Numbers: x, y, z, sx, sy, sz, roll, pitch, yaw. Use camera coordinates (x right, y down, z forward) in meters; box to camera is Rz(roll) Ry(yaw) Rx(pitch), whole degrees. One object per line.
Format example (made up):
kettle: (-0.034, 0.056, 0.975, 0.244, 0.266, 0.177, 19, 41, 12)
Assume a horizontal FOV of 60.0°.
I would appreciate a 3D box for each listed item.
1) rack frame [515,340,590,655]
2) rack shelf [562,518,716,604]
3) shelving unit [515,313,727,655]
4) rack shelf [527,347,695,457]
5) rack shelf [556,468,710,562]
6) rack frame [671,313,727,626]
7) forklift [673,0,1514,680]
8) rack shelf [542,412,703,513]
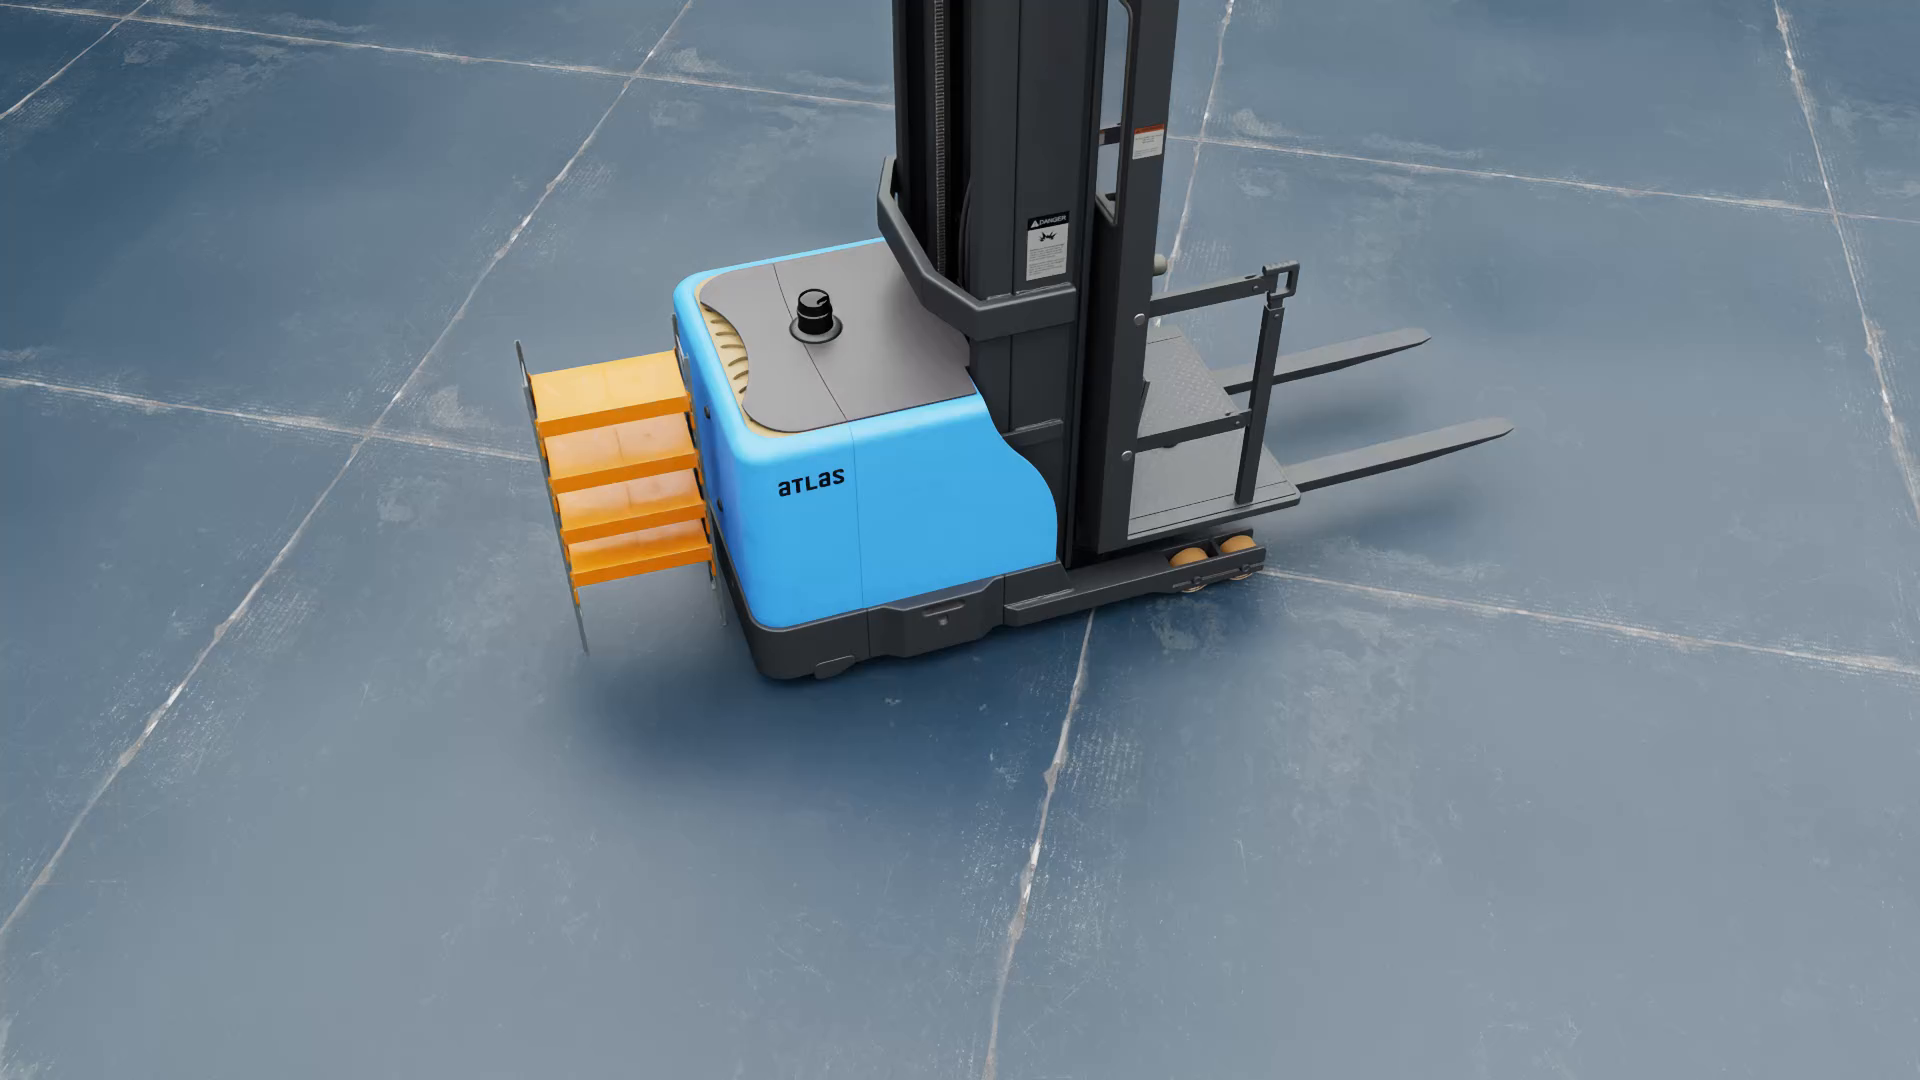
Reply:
rack frame: (-1.341, -0.109, 5.498, 0.015, 1.200, 0.240, -12, 45, -12)
rack shelf: (-1.108, 0.034, 5.733, 0.480, 0.148, 0.258, -12, 45, -12)
shelving unit: (-1.108, -0.157, 5.548, 0.503, 1.200, 0.258, -12, 45, -12)
rack shelf: (-1.108, -0.441, 5.276, 0.480, 0.148, 0.258, -12, 45, -12)
rack shelf: (-1.108, -0.109, 5.595, 0.480, 0.148, 0.258, -12, 45, -12)
rack frame: (-0.874, -0.206, 5.599, 0.015, 1.200, 0.240, -12, 45, -12)
forklift: (0.589, -1.198, 5.382, 3.031, 2.935, 1.130, -14, 46, -14)
rack shelf: (-1.108, -0.270, 5.440, 0.480, 0.148, 0.258, -12, 45, -12)
